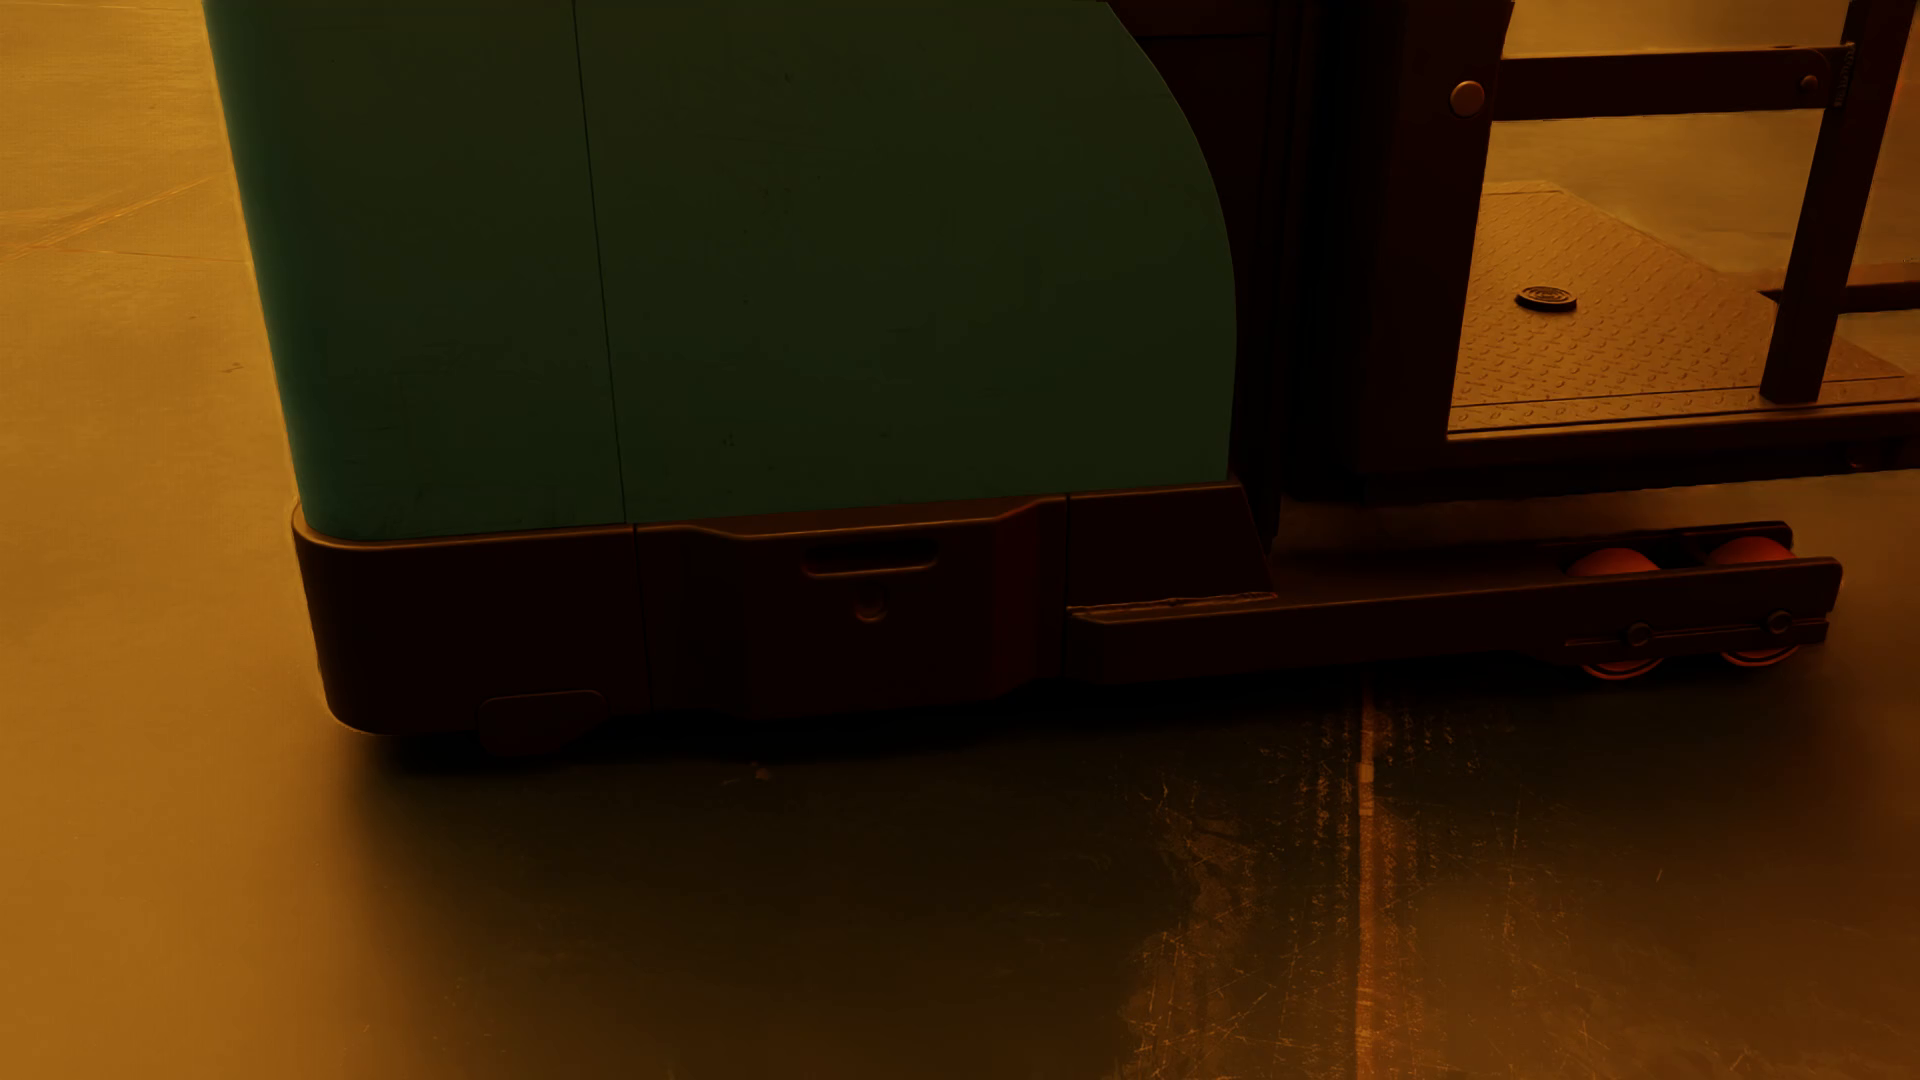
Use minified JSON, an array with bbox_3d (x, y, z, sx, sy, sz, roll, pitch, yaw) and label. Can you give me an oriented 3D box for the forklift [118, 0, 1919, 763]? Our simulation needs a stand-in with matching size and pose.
[{"bbox_3d":[0.600,-1.354,1.930,3.031,2.935,1.130,-4,27,-9],"label":"forklift"}]
